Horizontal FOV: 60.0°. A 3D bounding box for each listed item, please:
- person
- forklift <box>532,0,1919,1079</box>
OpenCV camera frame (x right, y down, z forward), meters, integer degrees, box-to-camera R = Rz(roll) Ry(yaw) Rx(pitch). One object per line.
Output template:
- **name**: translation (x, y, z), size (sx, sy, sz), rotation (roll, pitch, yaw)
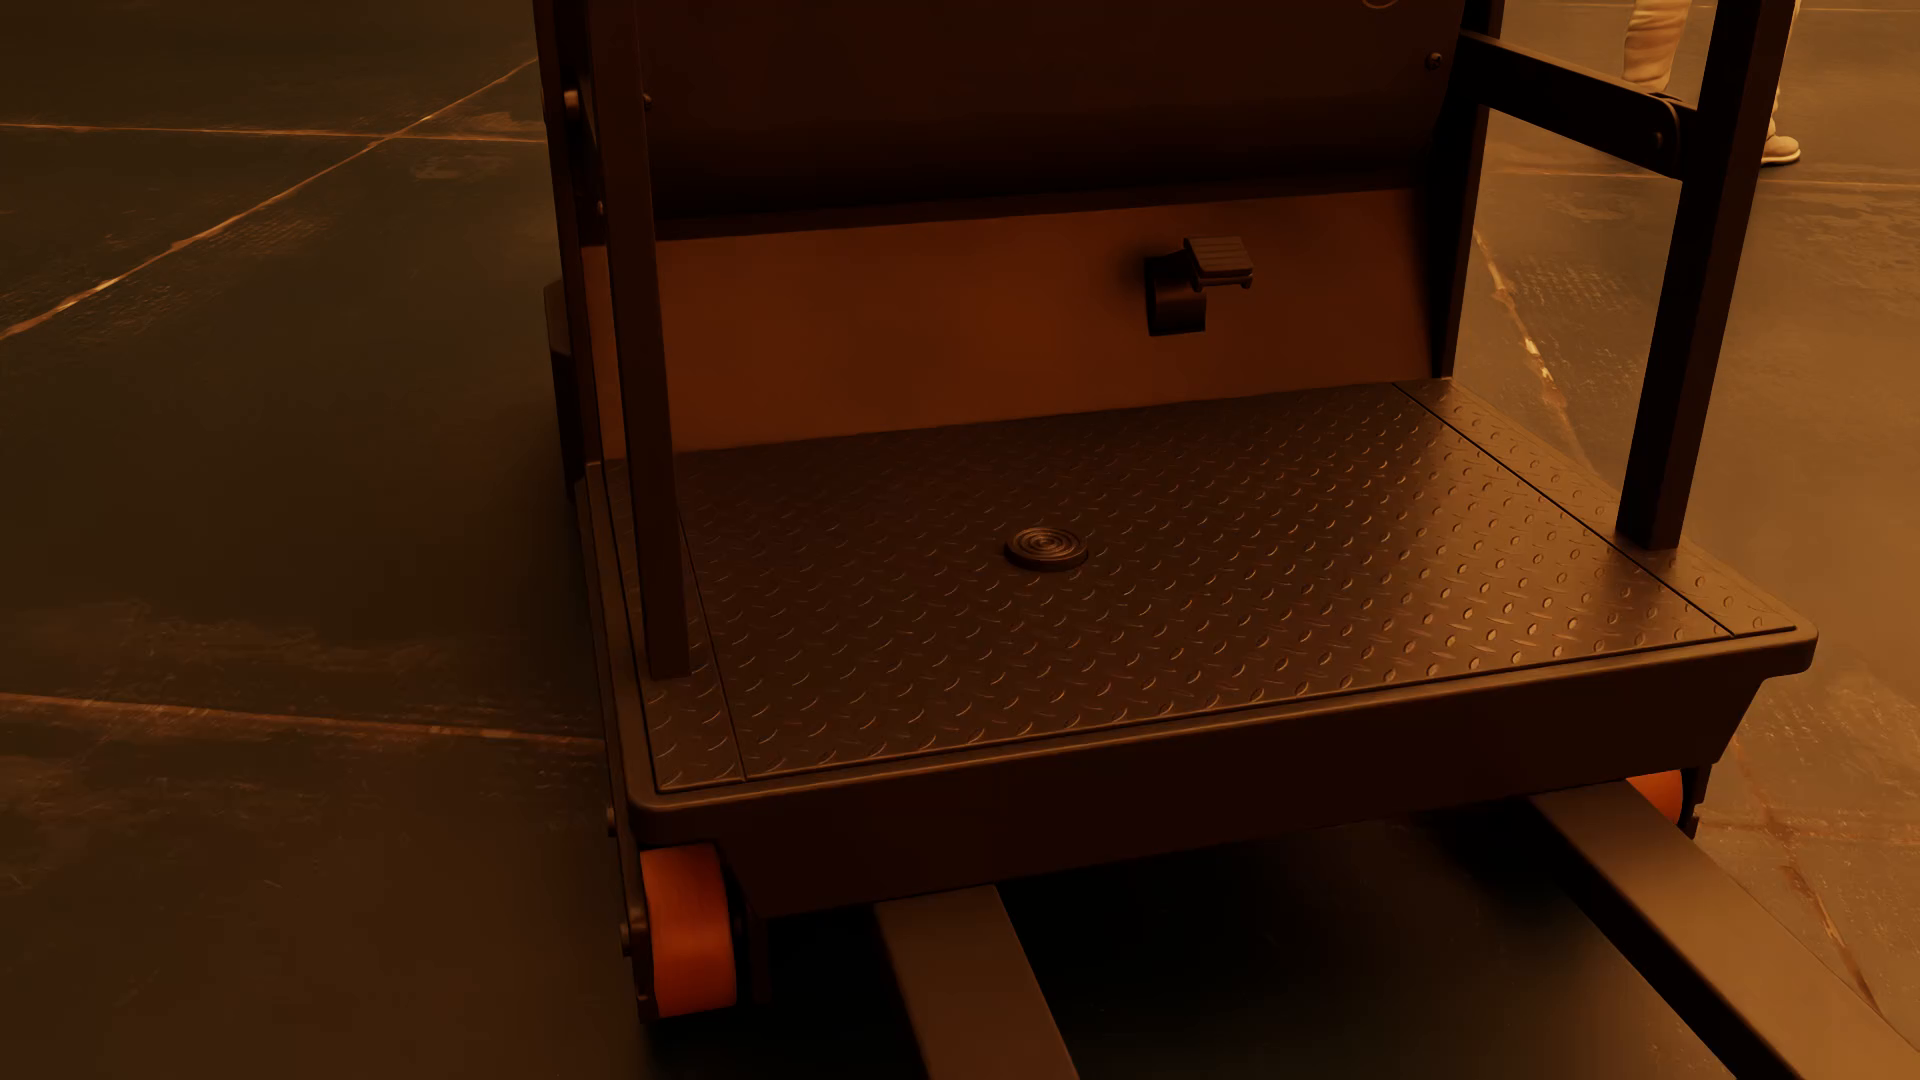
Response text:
- **person**: translation (2.044, -1.839, 4.324), size (0.562, 1.665, 0.471), rotation (19, 32, 33)
- **forklift**: translation (0.153, -1.049, 1.319), size (1.130, 2.935, 3.031), rotation (-7, 27, -13)
